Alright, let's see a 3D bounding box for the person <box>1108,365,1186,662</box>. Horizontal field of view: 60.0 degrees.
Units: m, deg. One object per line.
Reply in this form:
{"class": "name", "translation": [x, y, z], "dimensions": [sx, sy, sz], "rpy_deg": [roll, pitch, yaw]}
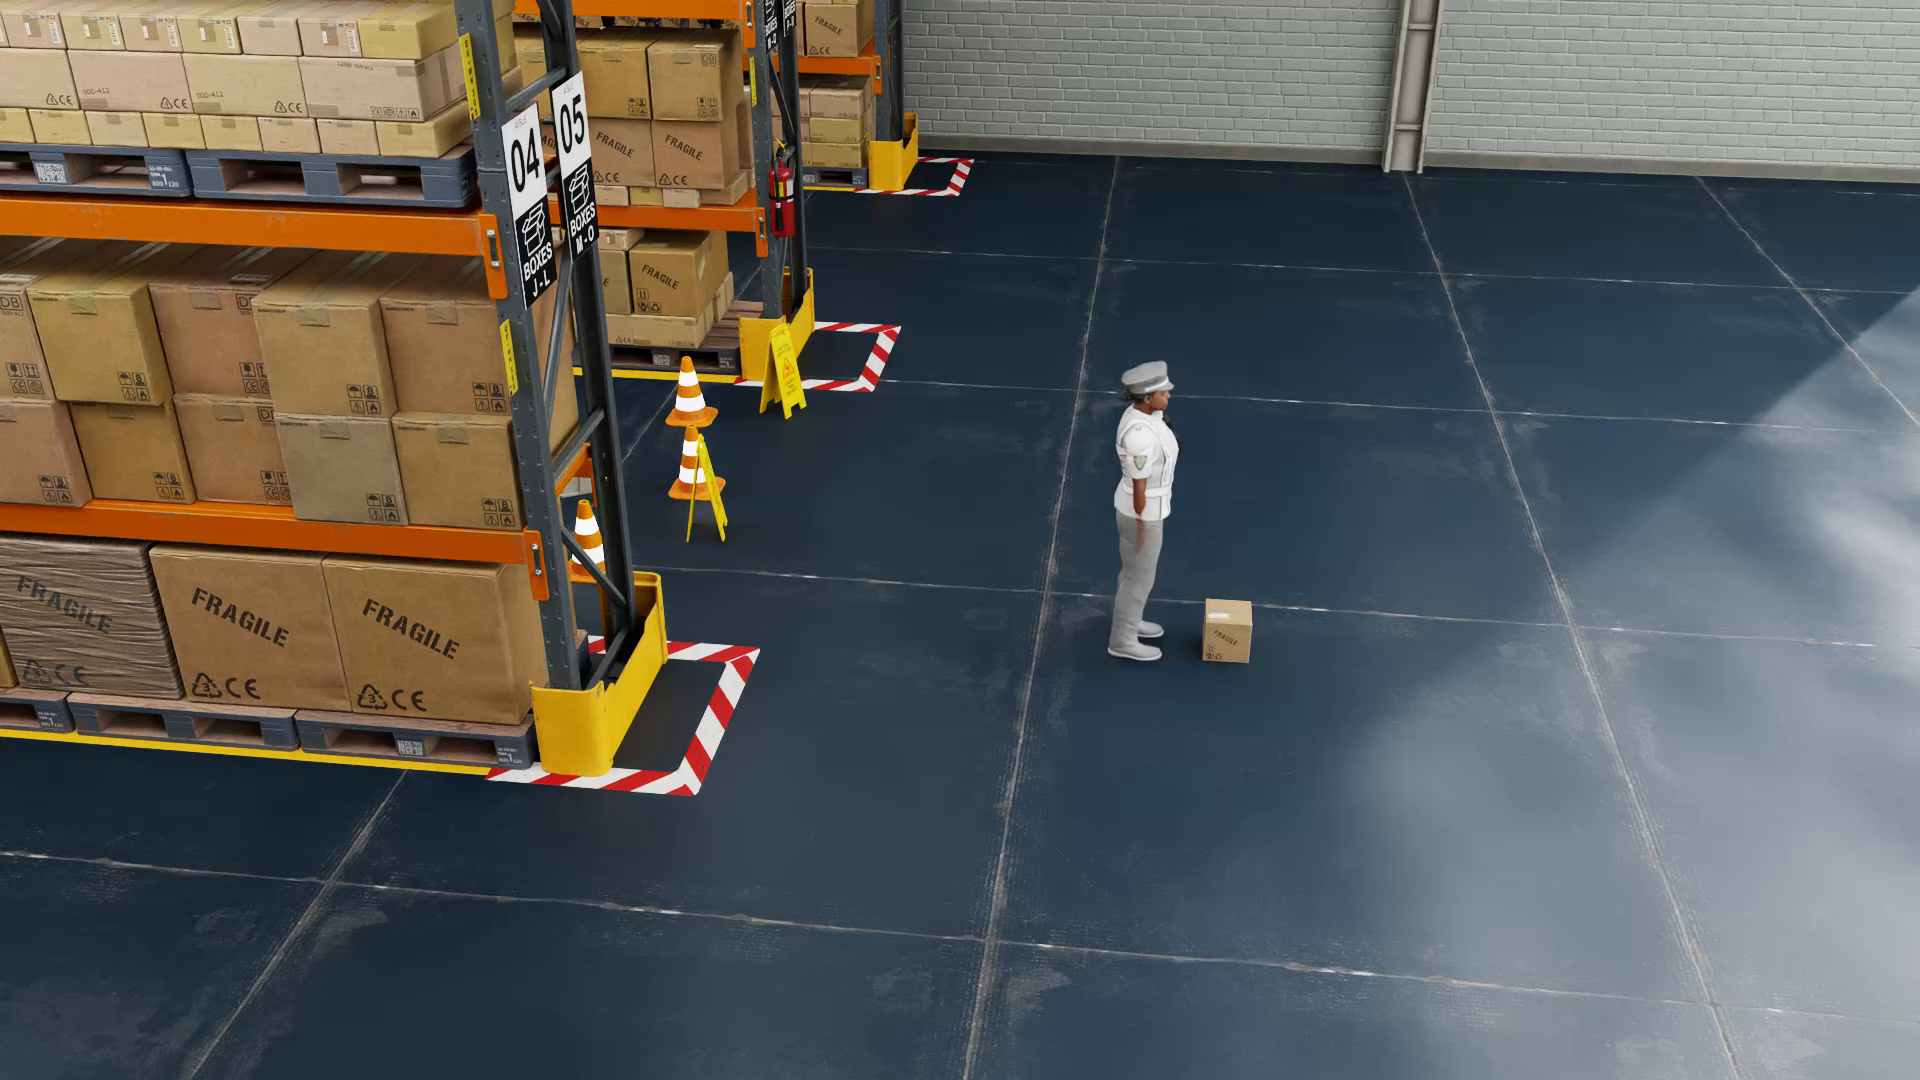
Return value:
{"class": "person", "translation": [0.983, -0.149, 8.921], "dimensions": [0.351, 1.651, 0.443], "rpy_deg": [4, 29, 7]}
